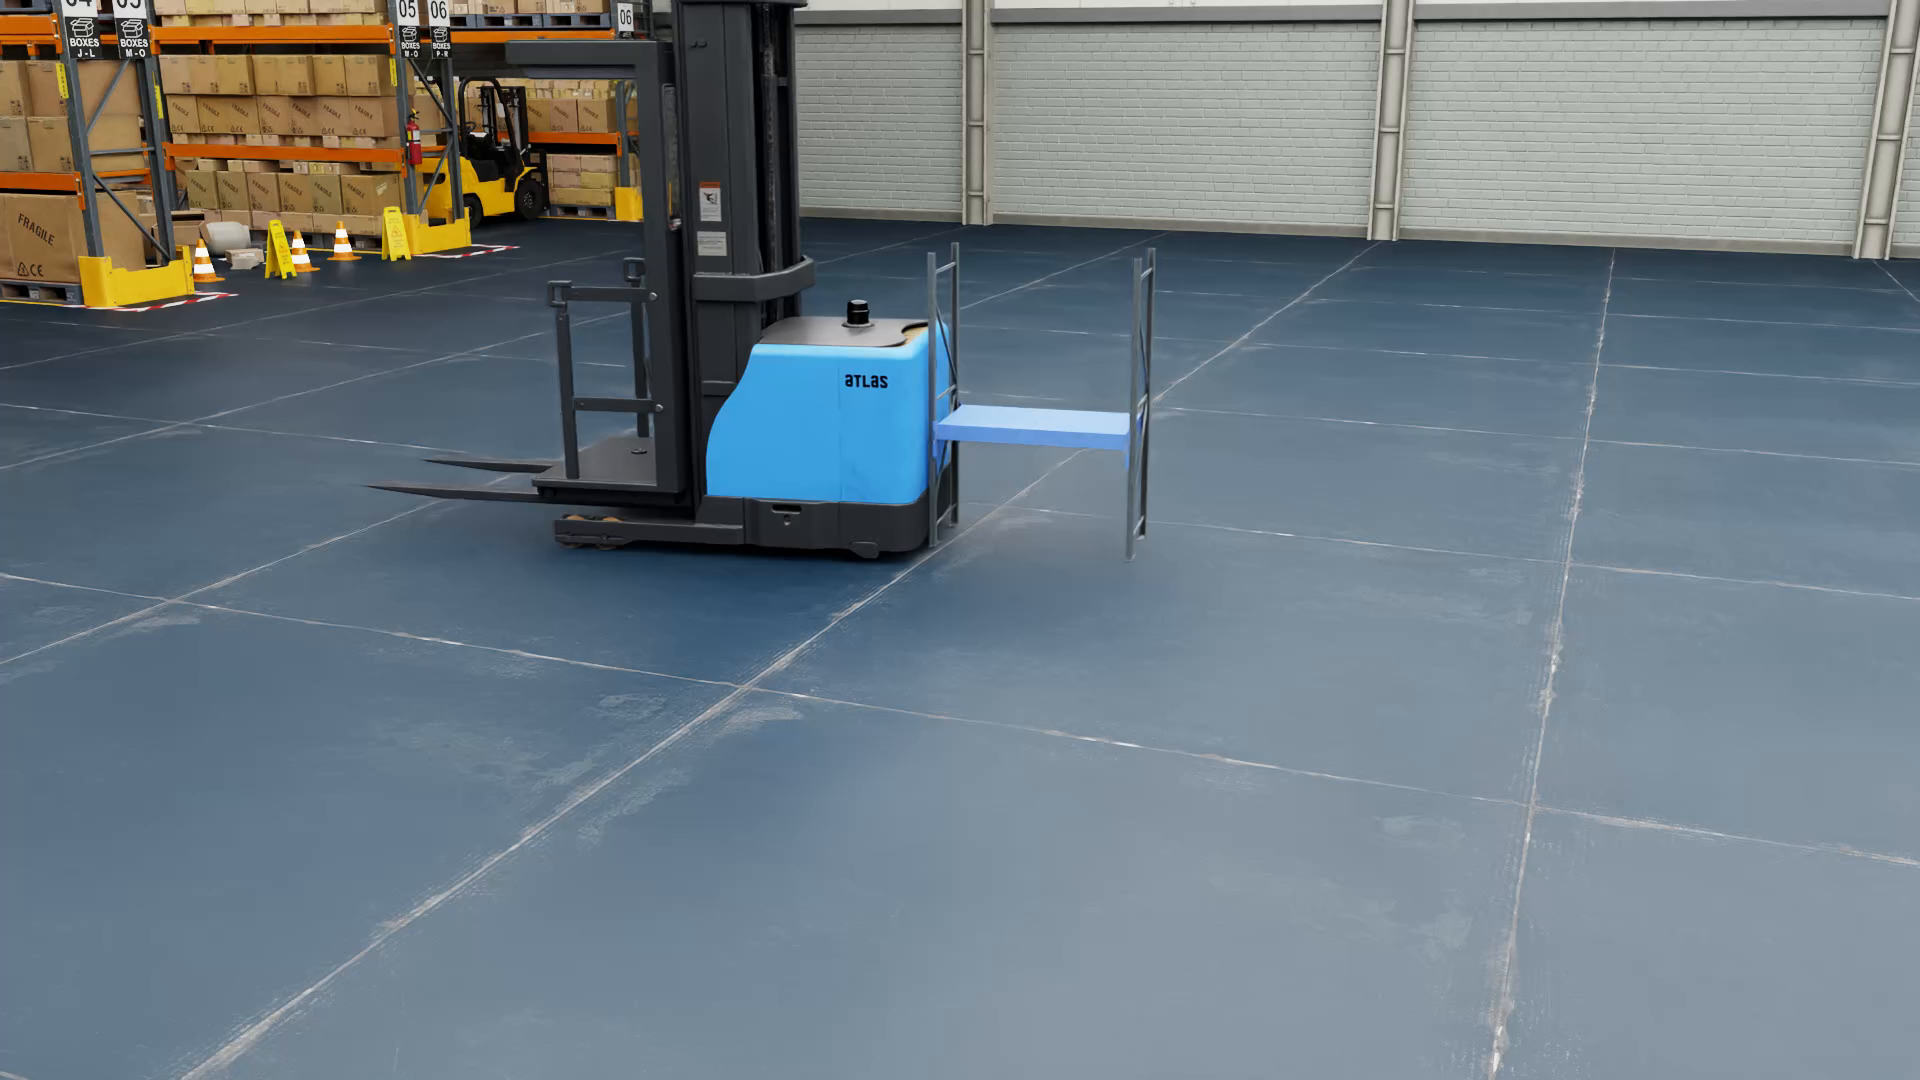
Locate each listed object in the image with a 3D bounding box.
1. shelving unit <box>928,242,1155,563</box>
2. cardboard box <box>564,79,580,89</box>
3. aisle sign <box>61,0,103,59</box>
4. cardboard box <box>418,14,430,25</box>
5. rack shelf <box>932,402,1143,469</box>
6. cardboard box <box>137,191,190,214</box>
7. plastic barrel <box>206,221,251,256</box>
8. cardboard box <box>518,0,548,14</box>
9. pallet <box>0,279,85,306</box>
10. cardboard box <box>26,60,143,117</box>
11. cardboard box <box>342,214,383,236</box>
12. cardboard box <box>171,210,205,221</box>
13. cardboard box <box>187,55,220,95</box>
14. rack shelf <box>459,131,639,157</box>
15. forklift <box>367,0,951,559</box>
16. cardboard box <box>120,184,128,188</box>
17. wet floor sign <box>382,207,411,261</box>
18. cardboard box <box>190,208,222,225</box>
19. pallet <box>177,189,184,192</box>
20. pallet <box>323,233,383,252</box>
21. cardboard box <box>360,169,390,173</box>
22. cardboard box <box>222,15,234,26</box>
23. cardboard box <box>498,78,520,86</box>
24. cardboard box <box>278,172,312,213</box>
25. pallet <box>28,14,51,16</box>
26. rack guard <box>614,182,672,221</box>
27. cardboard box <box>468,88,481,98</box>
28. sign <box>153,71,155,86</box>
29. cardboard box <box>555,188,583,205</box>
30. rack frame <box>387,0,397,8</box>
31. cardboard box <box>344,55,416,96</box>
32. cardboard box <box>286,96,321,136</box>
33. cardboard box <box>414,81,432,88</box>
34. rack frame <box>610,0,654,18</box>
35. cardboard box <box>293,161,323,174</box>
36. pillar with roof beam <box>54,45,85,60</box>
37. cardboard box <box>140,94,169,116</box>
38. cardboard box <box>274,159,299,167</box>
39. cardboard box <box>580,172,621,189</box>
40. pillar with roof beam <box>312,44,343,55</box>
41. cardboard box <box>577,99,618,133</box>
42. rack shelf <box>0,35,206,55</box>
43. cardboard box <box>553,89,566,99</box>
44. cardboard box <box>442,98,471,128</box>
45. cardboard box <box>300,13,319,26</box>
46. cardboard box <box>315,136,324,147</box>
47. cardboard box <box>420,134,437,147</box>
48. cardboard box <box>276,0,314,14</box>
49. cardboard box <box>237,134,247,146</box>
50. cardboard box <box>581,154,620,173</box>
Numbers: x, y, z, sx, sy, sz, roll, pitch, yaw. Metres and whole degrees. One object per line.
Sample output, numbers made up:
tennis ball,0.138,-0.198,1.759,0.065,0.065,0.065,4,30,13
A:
shelving unit,0.410,-0.712,8.436,1.048,1.500,0.538,4,17,14
cardboard box,-5.898,-7.047,25.690,0.250,0.149,0.380,7,17,22
aisle sign,-8.577,-5.107,16.222,0.004,0.787,0.394,6,17,21
cardboard box,-7.000,-6.676,21.359,0.250,0.149,0.380,6,17,21
rack shelf,0.410,-0.539,8.486,1.000,0.185,0.538,4,17,14
cardboard box,-11.021,-4.640,23.235,0.625,0.372,0.950,7,17,21
plastic barrel,-9.288,-3.819,21.070,0.512,0.421,0.421,-9,18,-27
cardboard box,-6.411,-8.376,25.655,0.500,0.500,0.700,6,17,21
pallet,-9.306,-2.666,17.478,1.213,0.211,1.003,6,17,21
cardboard box,-8.864,-4.582,16.871,0.550,0.550,0.875,6,17,21
cardboard box,-7.684,-4.134,21.713,0.500,0.250,0.500,6,17,20
cardboard box,-10.035,-3.985,21.500,0.500,0.500,0.500,-9,18,-27
cardboard box,-9.735,-6.159,22.002,0.500,0.500,0.700,6,17,21
rack shelf,-6.854,-6.385,26.576,4.000,0.370,1.077,6,17,21
forklift,-1.616,-1.496,8.570,3.031,2.935,1.130,3,16,10
cardboard box,-14.827,-6.542,29.559,0.500,0.500,0.500,6,17,19
wet floor sign,-7.027,-3.810,20.641,0.232,0.644,0.267,14,21,40
cardboard box,-10.082,-4.398,22.620,0.500,0.250,0.500,5,17,18
pallet,-13.116,-6.091,29.276,1.213,0.211,1.003,6,17,21
pallet,-7.625,-3.999,22.069,1.213,0.211,1.003,6,17,21
cardboard box,-7.970,-4.688,22.275,0.500,0.500,0.500,6,17,19
cardboard box,-9.375,-6.767,21.674,0.250,0.149,0.380,6,17,19
cardboard box,-7.061,-7.195,26.202,0.250,0.149,0.380,6,17,21
cardboard box,-8.606,-4.599,21.970,0.500,0.500,0.500,6,17,19
pallet,-12.033,-7.193,23.028,1.003,0.211,1.213,6,17,21
rack guard,-4.971,-5.323,26.111,0.348,0.500,1.175,6,17,21
cardboard box,-7.574,-7.076,26.325,0.250,0.149,0.380,6,17,20
sign,-10.732,-6.059,22.086,0.005,0.325,0.100,6,17,21
cardboard box,-6.005,-5.426,26.163,0.500,0.250,0.500,6,17,21
rack frame,-6.811,-8.119,20.499,0.127,3.000,1.000,6,17,21
cardboard box,-7.366,-5.904,21.125,0.500,0.500,0.700,6,17,19
cardboard box,-8.345,-5.517,21.585,0.500,0.500,0.500,6,17,20
cardboard box,-8.527,-7.327,26.657,0.250,0.149,0.380,7,17,22
rack frame,-4.993,-9.407,24.935,0.127,3.000,1.000,6,17,21
cardboard box,-8.495,-4.879,21.770,0.250,0.149,0.380,7,18,23
pillar with roof beam,-18.053,-9.823,26.368,0.400,9.000,9.100,6,17,21
cardboard box,-11.046,-6.027,22.589,0.500,0.500,0.500,6,17,20
cardboard box,-11.249,-6.273,28.407,0.625,0.625,0.875,7,18,22
cardboard box,-5.561,-5.615,25.918,0.500,0.250,0.500,6,17,20
pillar with roof beam,-12.471,-9.209,24.253,0.400,9.000,9.100,6,17,21
cardboard box,-5.547,-6.556,25.696,0.500,0.500,0.500,6,17,19
rack shelf,-12.393,-6.947,23.132,4.000,0.370,1.077,6,17,21
cardboard box,-6.113,-6.937,25.846,0.250,0.149,0.380,6,17,20
cardboard box,-7.907,-6.821,26.608,0.500,0.500,0.500,7,17,22
cardboard box,-8.184,-6.631,21.205,0.250,0.149,0.380,6,17,20
cardboard box,-8.182,-5.210,21.690,0.250,0.149,0.380,7,17,21
cardboard box,-7.051,-5.206,21.675,0.250,0.149,0.380,6,17,21
cardboard box,-8.338,-6.835,21.193,0.500,0.250,0.500,7,18,22
cardboard box,-9.368,-5.326,22.089,0.250,0.149,0.380,6,17,20
cardboard box,-5.536,-5.853,25.840,0.500,0.250,0.500,7,18,22
